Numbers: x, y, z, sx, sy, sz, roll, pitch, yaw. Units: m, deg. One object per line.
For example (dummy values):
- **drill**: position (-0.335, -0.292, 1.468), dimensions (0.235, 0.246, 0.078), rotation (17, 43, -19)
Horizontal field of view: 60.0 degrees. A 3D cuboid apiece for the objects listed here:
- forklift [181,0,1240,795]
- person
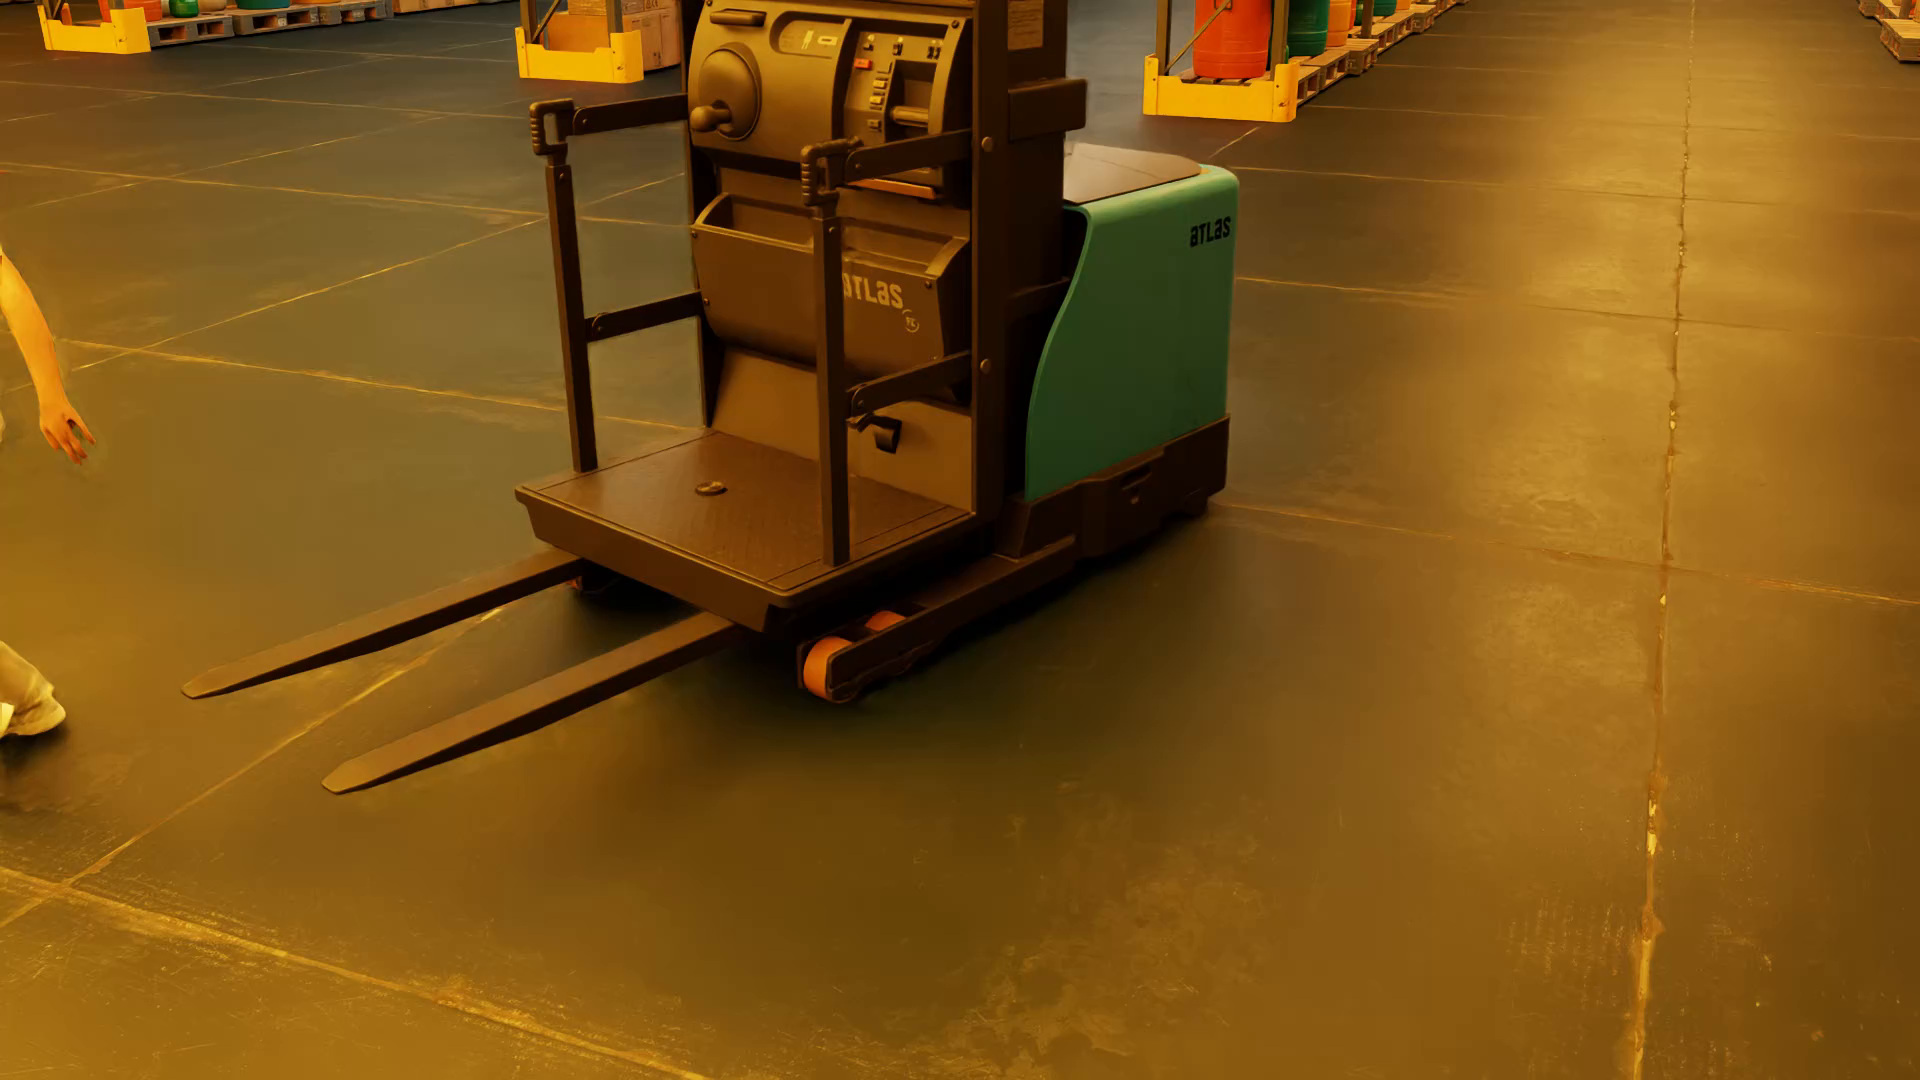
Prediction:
- **forklift**: position (-0.495, -1.167, 4.083), dimensions (1.130, 2.935, 3.031), rotation (19, 29, 37)
- **person**: position (-2.259, -0.210, 3.546), dimensions (0.655, 1.617, 0.616), rotation (-16, 28, -34)
